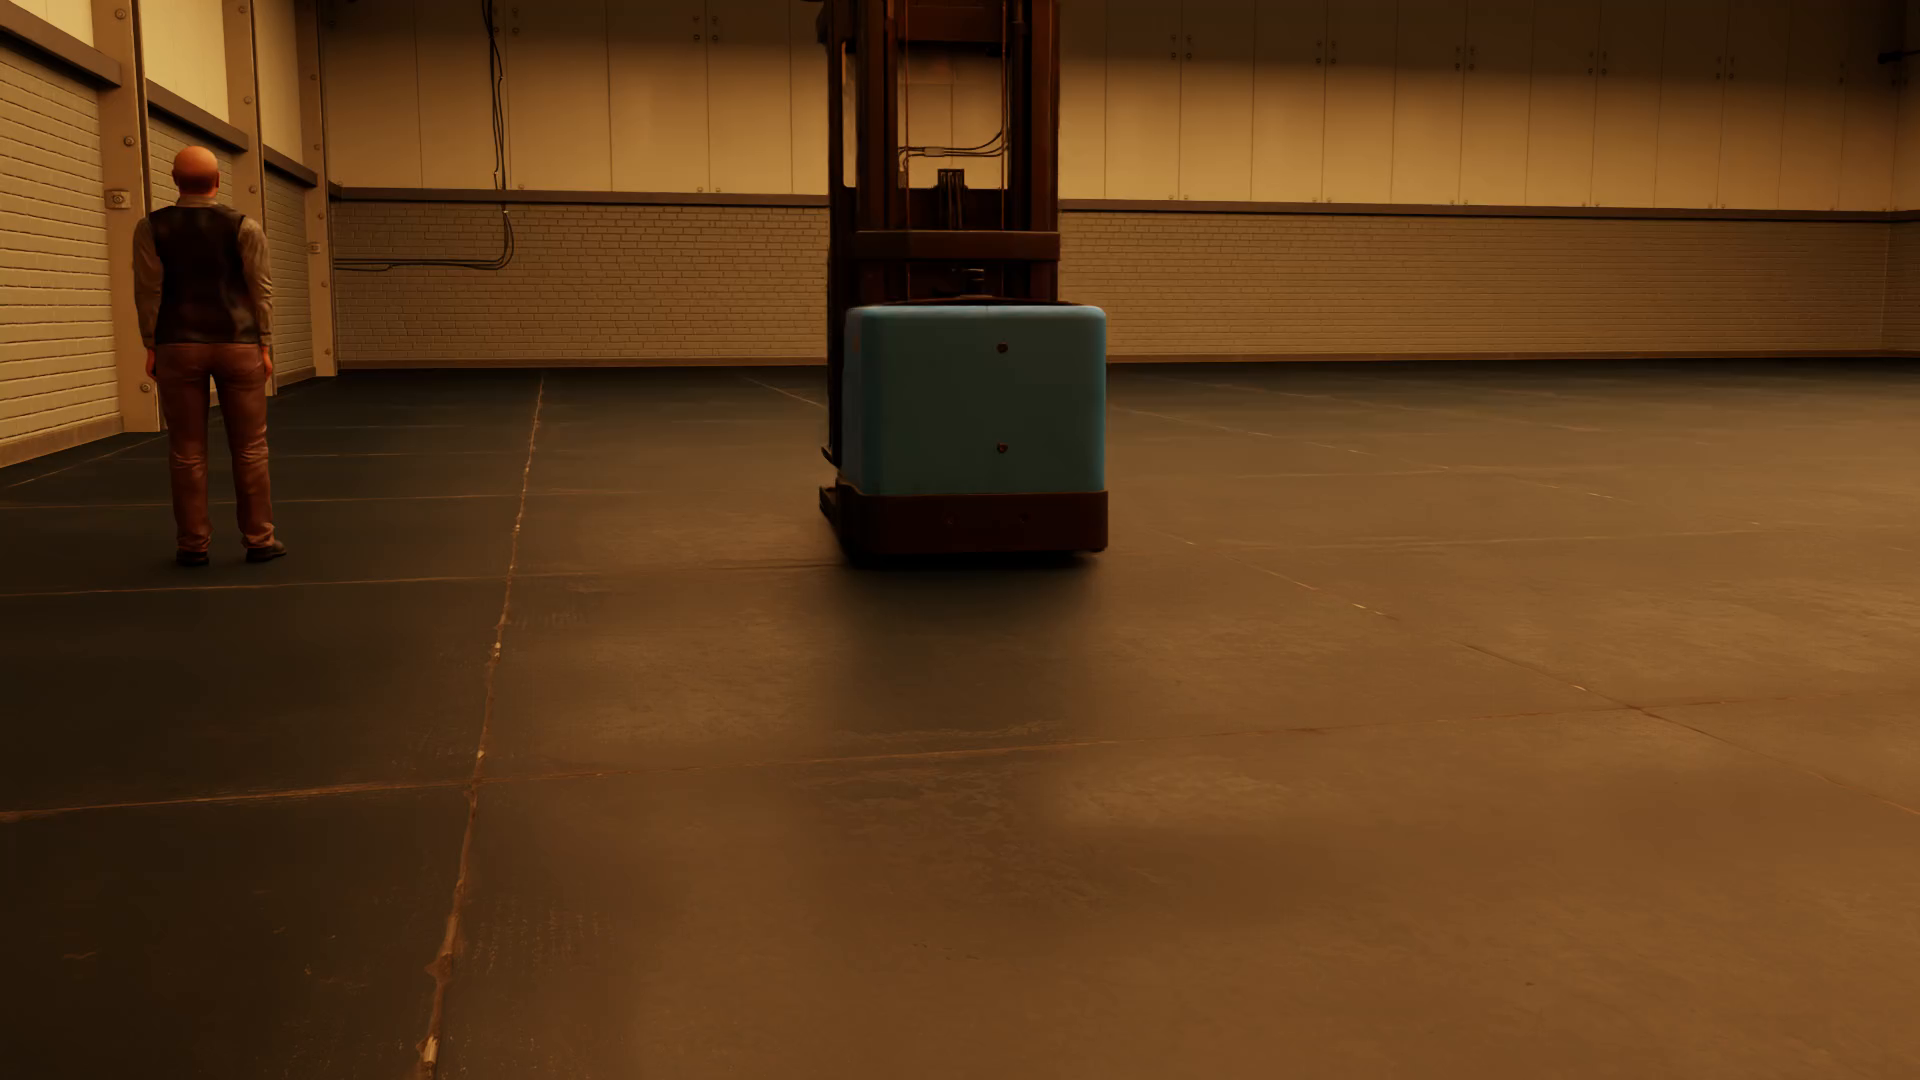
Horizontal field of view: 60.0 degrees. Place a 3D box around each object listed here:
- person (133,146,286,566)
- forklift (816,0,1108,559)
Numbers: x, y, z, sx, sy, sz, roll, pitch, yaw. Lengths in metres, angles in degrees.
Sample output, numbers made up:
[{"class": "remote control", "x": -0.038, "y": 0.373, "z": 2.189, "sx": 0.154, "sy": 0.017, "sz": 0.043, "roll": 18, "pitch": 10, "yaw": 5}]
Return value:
[{"class": "person", "x": -3.144, "y": -0.764, "z": 6.962, "sx": 0.526, "sy": 1.725, "sz": 0.368, "roll": -3, "pitch": 9, "yaw": -21}, {"class": "forklift", "x": -0.116, "y": -1.538, "z": 8.124, "sx": 1.130, "sy": 2.935, "sz": 3.031, "roll": -1, "pitch": 8, "yaw": -9}]
